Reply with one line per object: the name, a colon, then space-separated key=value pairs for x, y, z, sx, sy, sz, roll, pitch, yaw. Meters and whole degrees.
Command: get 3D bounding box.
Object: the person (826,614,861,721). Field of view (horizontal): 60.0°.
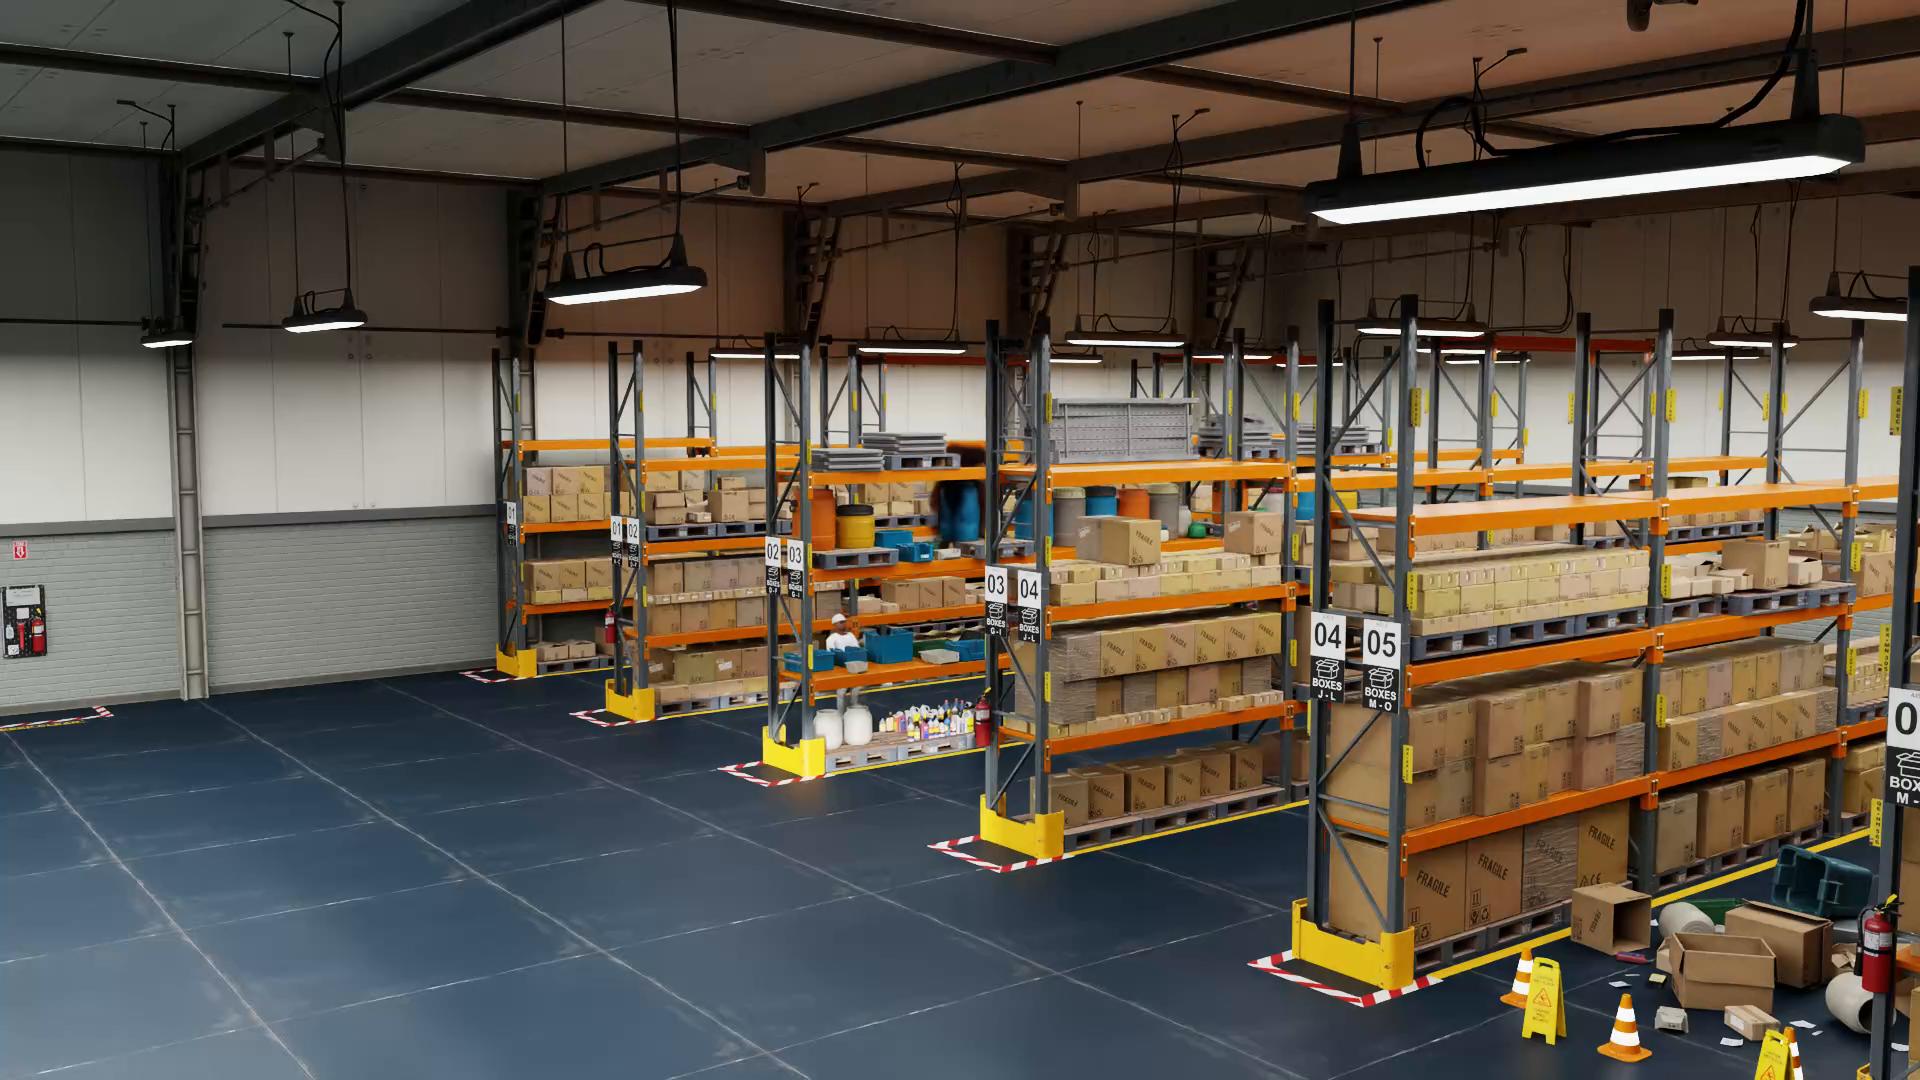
person: x=-1.757 y=2.050 z=25.695 sx=0.625 sy=1.785 sz=0.675 roll=-1 pitch=5 yaw=-15
